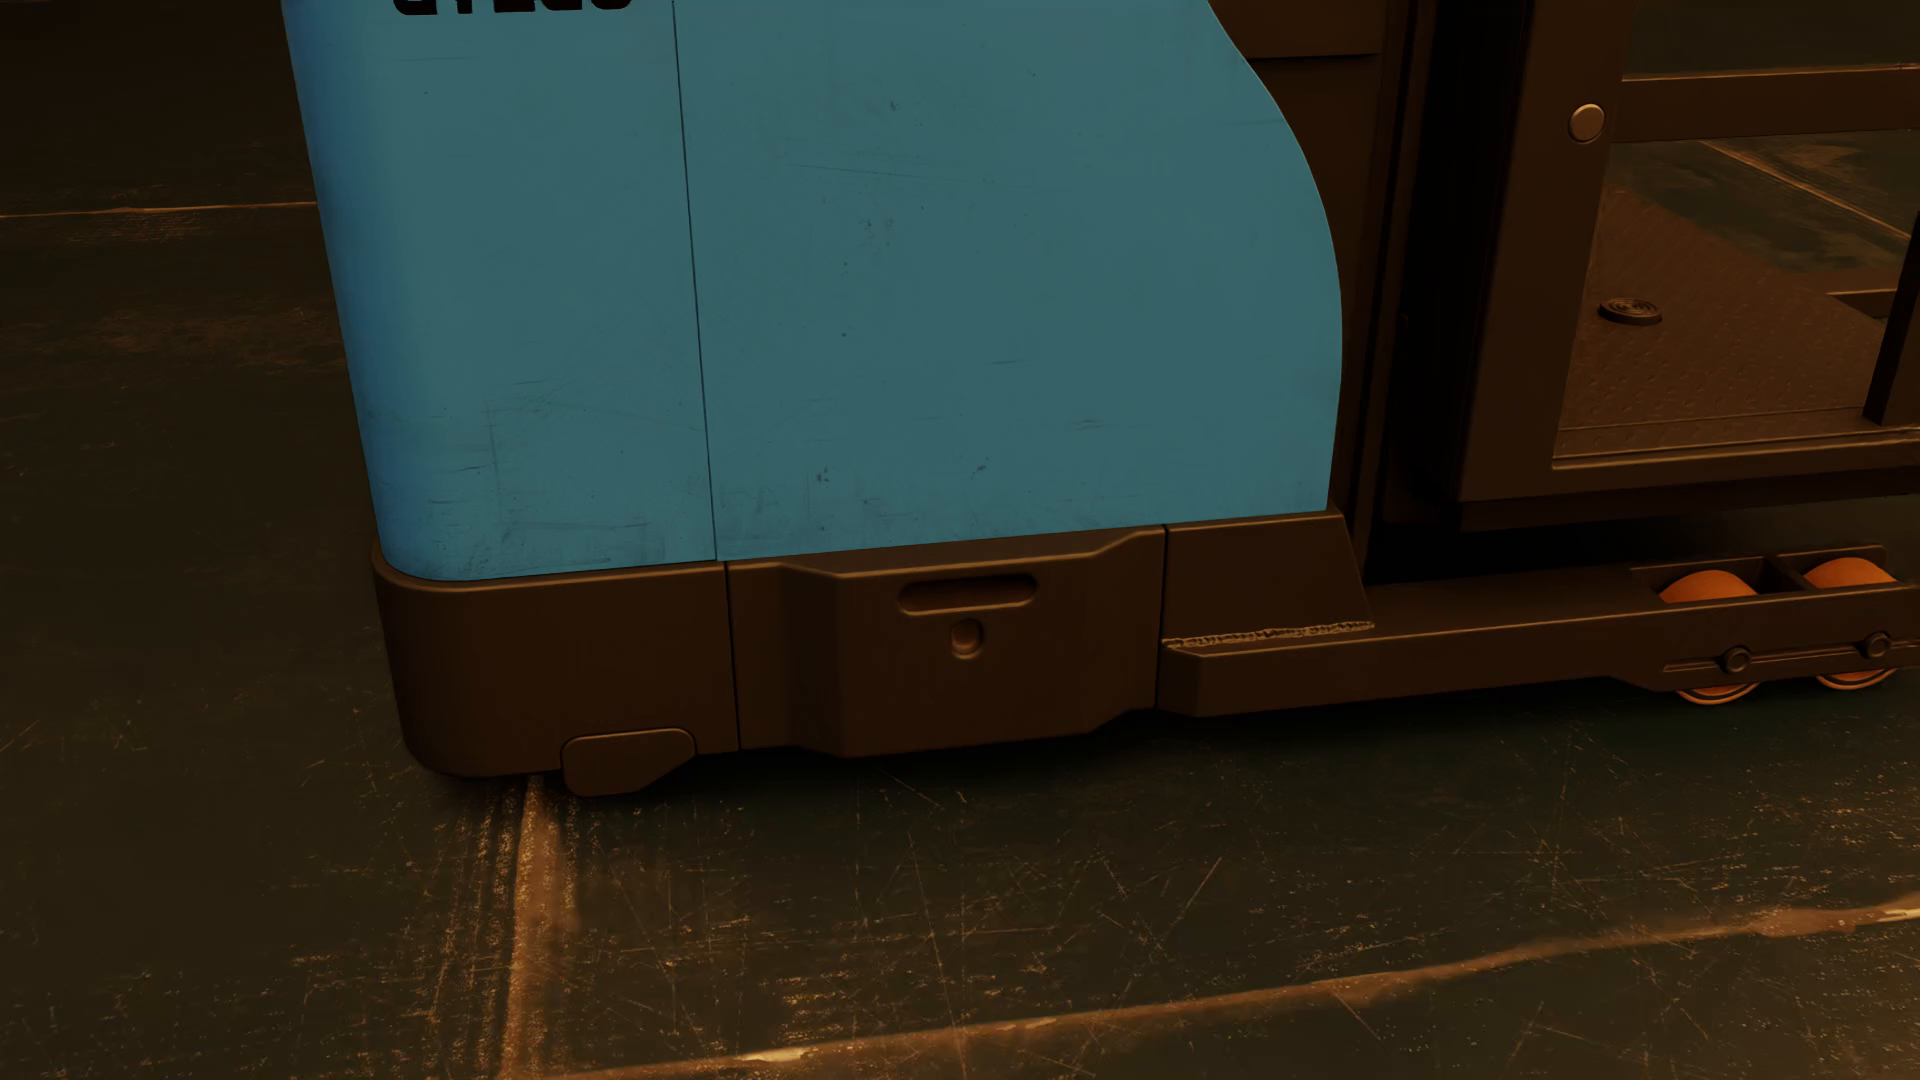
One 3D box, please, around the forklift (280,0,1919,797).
[{"bbox_3d":[0.775,-1.326,1.872,3.031,2.935,1.130,-5,28,-9],"label":"forklift"}]
